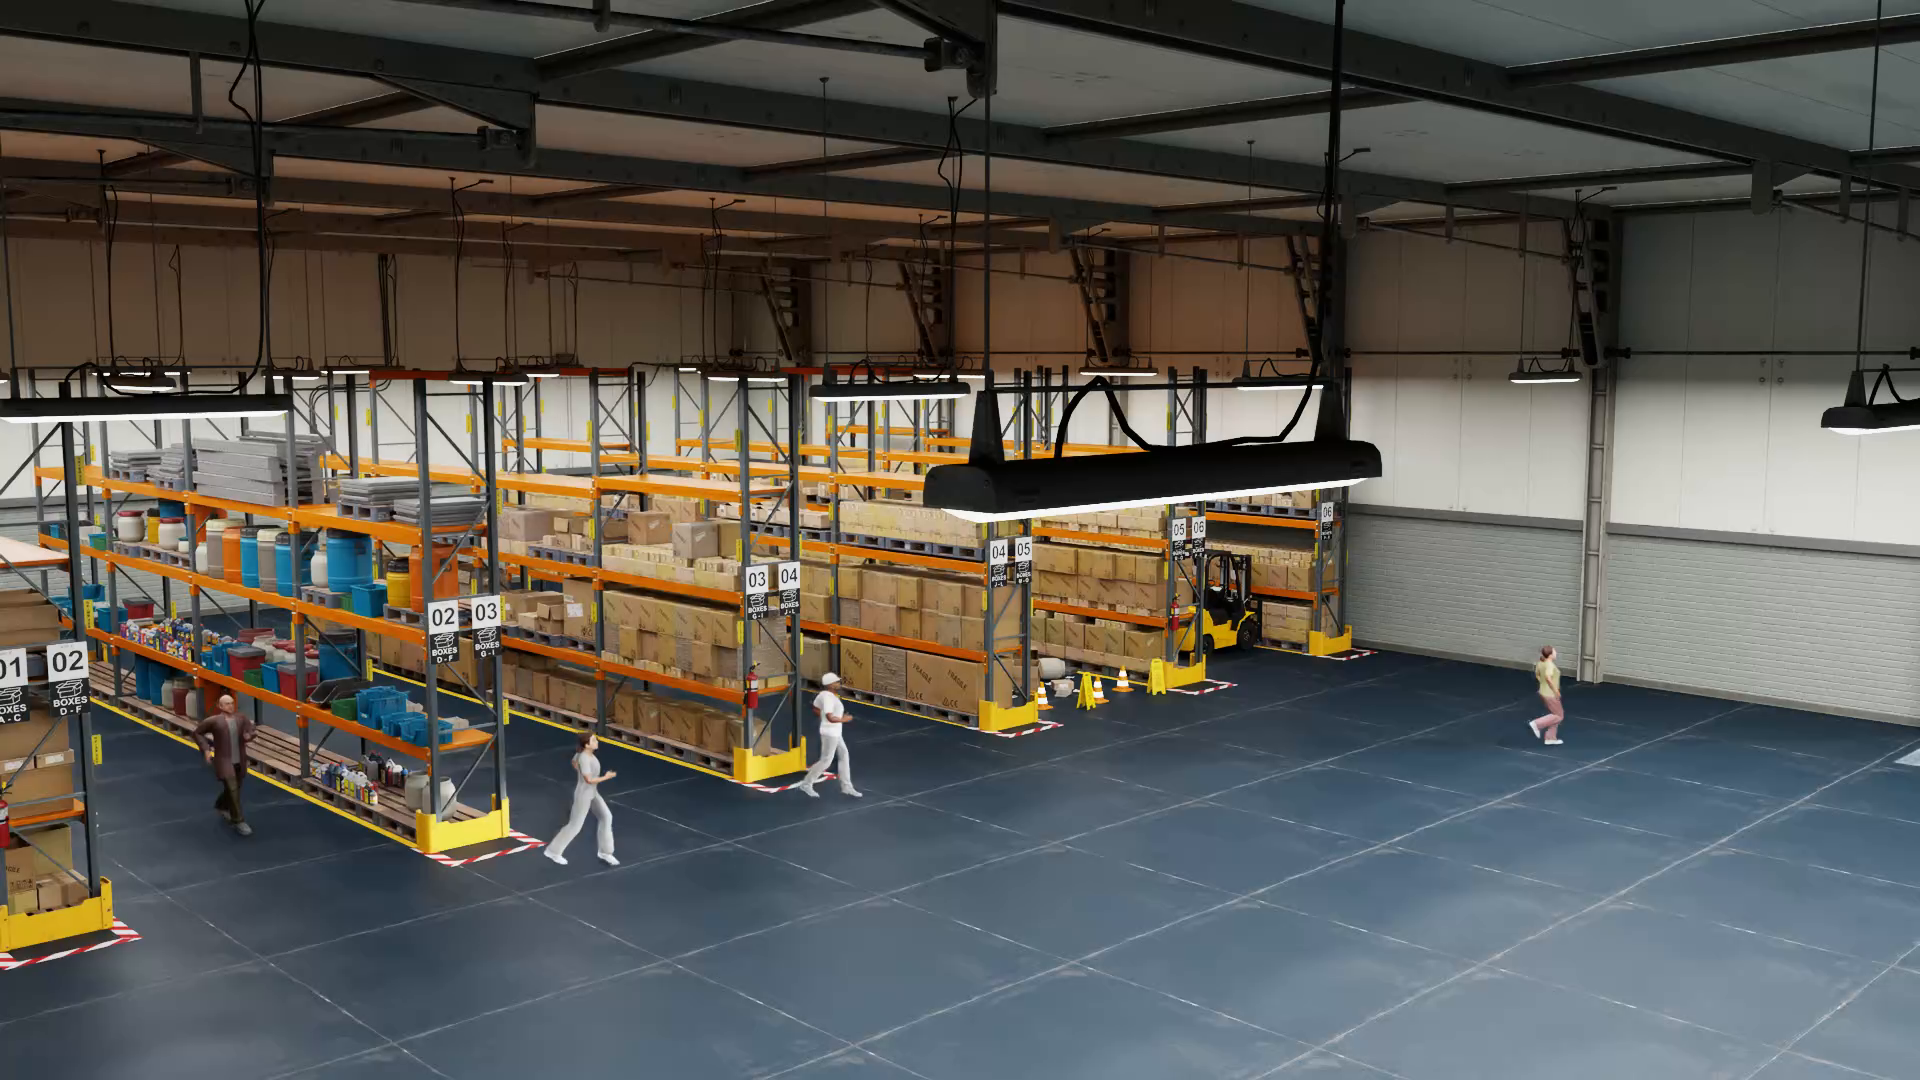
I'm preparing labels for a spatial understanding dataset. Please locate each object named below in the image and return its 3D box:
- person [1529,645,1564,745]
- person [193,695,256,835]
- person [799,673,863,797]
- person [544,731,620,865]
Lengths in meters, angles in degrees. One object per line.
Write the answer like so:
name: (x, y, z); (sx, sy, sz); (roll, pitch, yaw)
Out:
person: (9.456, 2.501, 26.821); (0.597, 1.624, 0.596); (-1, 6, -7)
person: (-9.672, 2.942, 22.030); (1.043, 1.772, 0.695); (5, 8, 36)
person: (-1.841, 2.773, 23.643); (0.902, 1.774, 0.728); (-1, 6, -5)
person: (-4.668, 3.197, 20.491); (0.894, 1.713, 0.576); (0, 6, -4)
